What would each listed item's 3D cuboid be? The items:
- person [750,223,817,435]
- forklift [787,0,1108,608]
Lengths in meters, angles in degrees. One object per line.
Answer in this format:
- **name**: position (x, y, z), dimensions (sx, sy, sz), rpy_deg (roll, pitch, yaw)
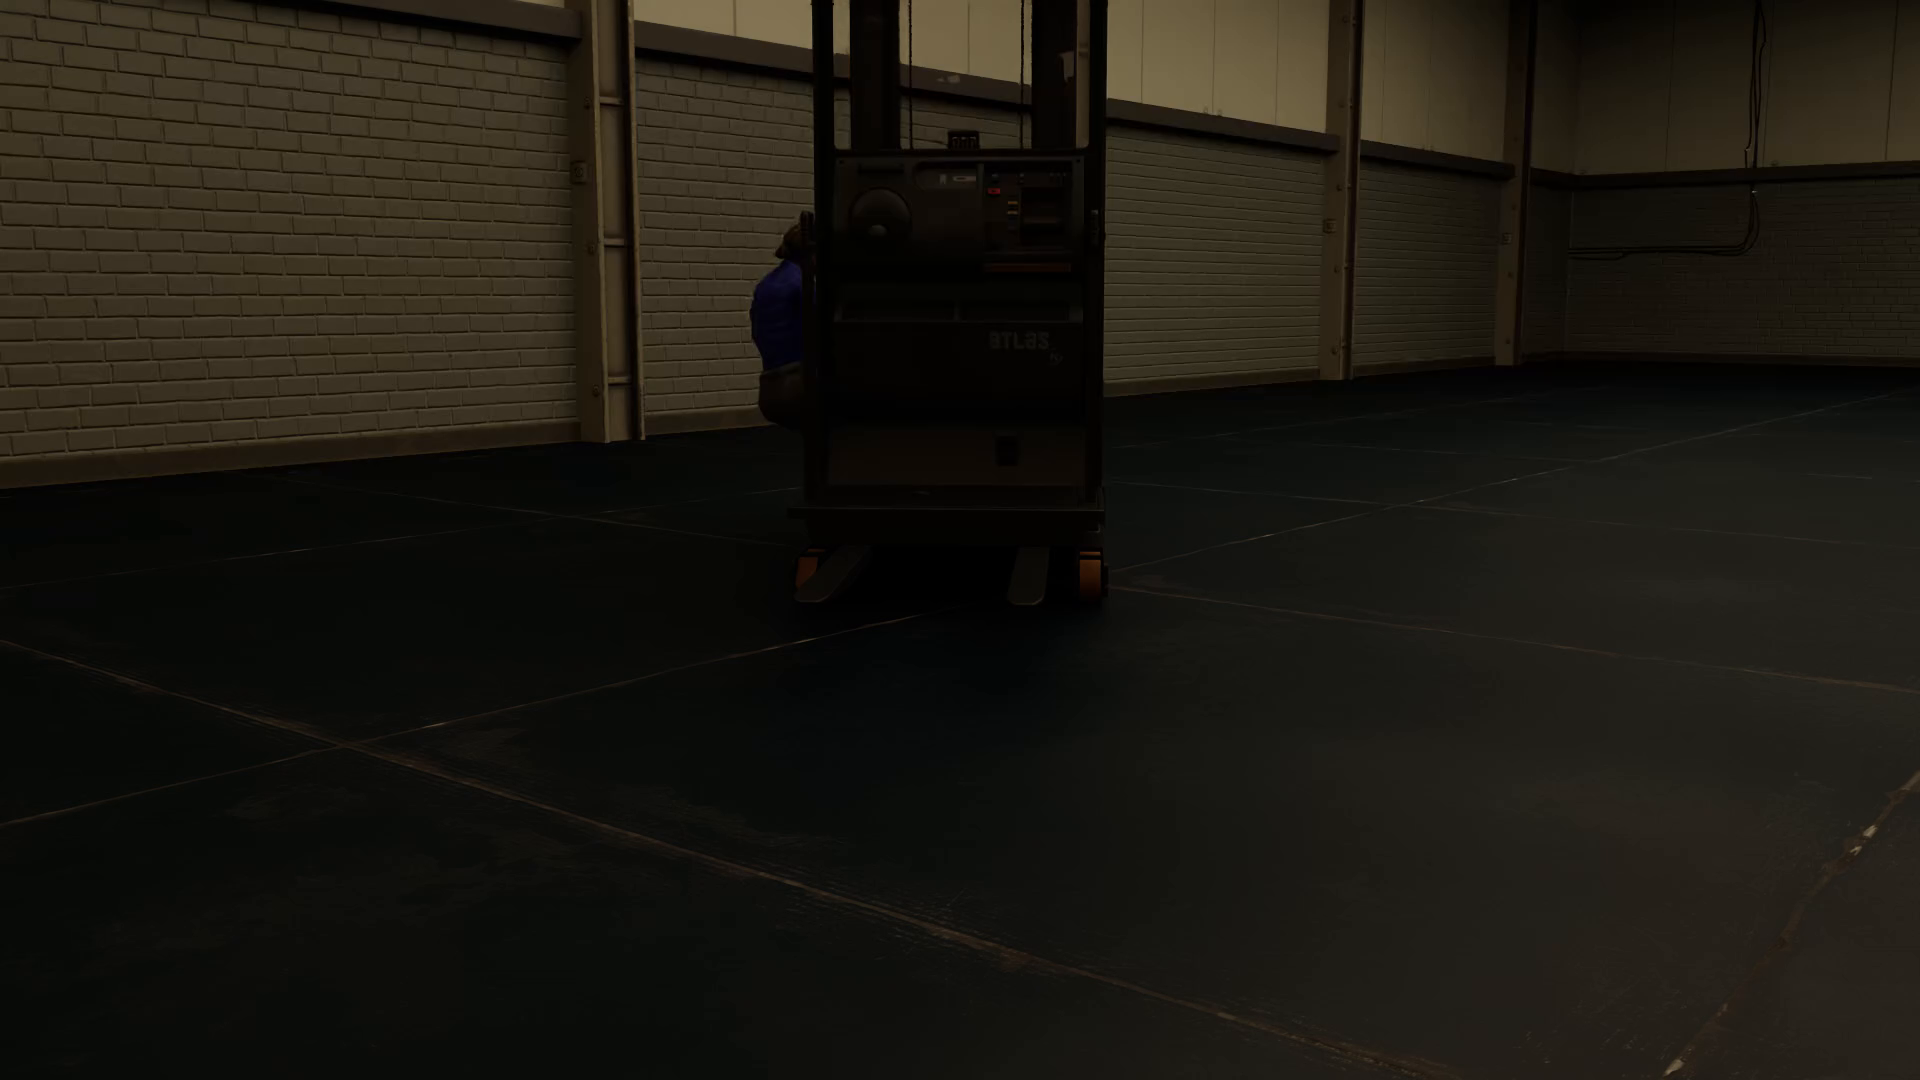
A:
- **person**: position (-0.544, -0.721, 7.691), dimensions (0.800, 1.464, 0.720), rpy_deg (-6, 10, -37)
- **forklift**: position (-0.018, -1.270, 5.964), dimensions (1.130, 2.935, 3.031), rpy_deg (1, 8, 4)
